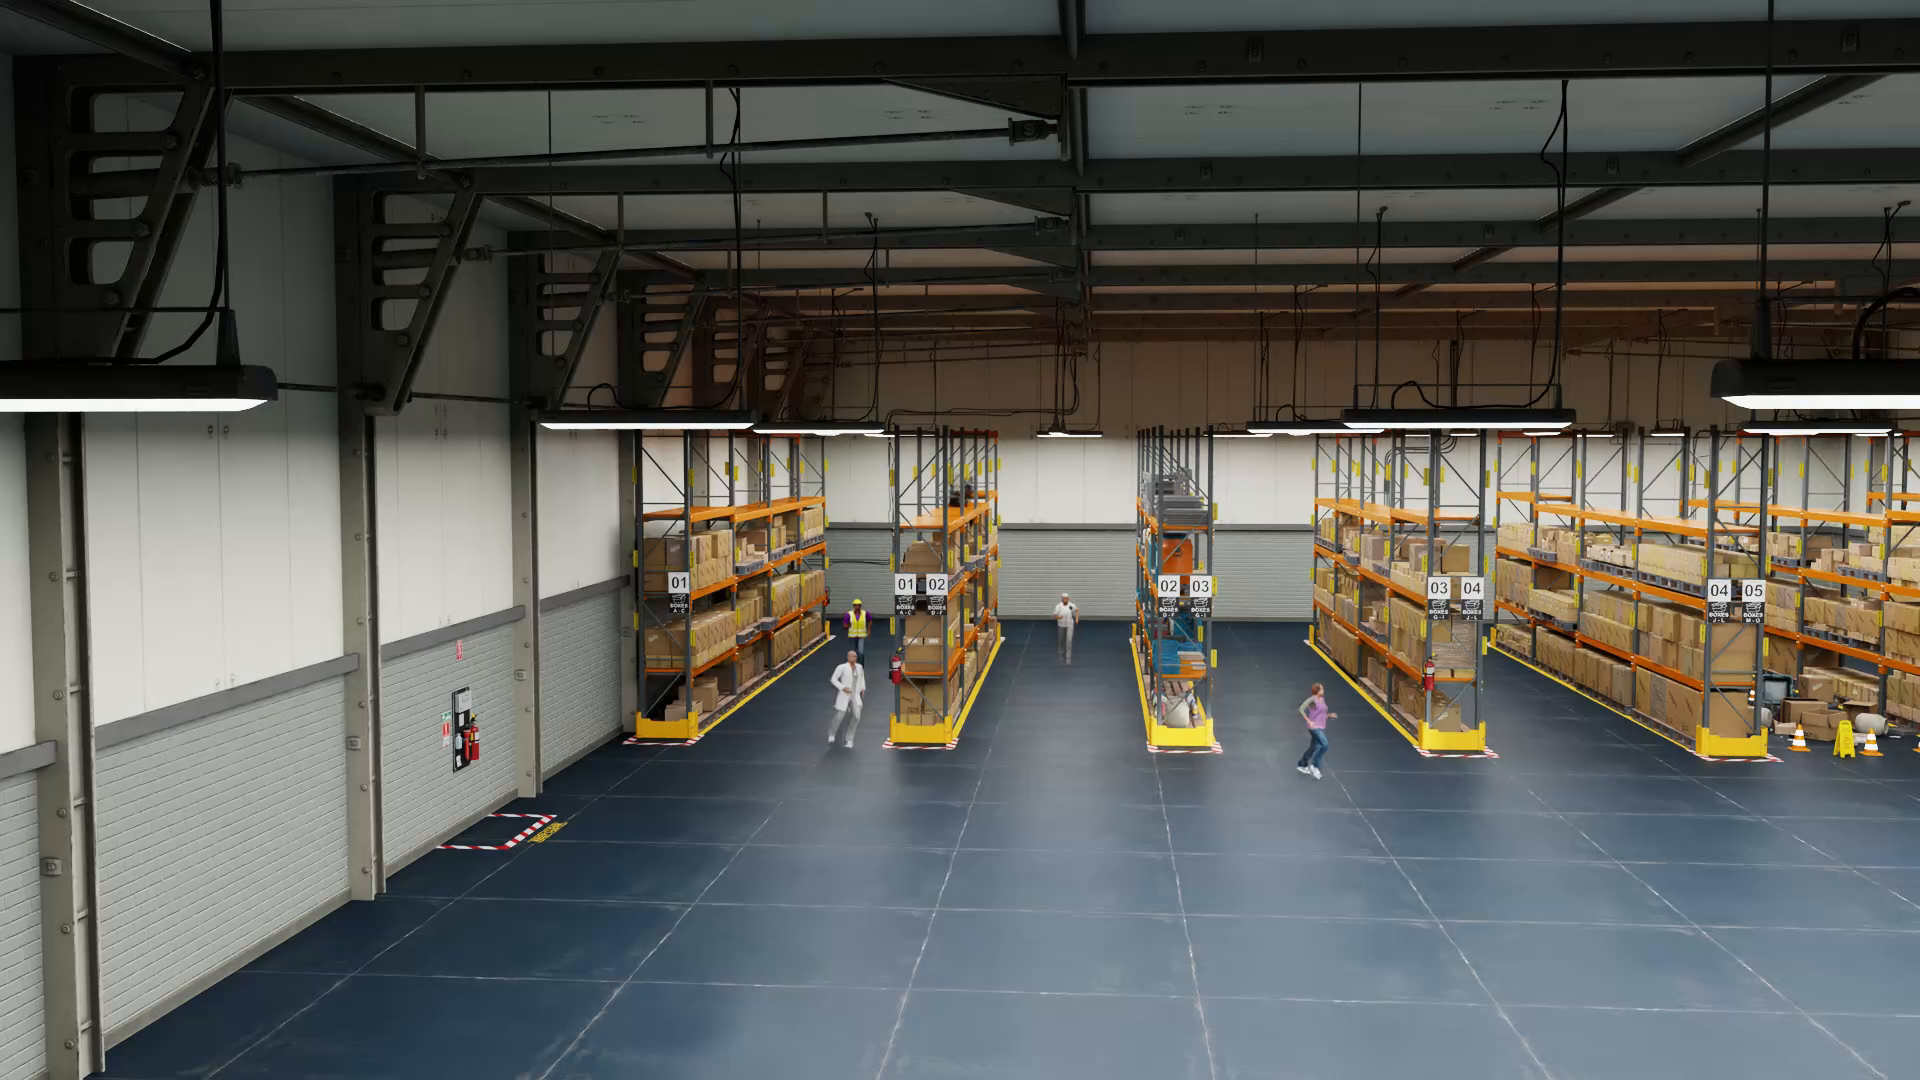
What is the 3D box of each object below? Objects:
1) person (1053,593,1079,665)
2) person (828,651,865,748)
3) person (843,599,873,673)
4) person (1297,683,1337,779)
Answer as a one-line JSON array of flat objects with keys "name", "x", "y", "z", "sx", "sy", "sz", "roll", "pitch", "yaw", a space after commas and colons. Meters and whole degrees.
[{"name": "person", "x": 2.600, "y": 2.153, "z": 40.782, "sx": 0.614, "sy": 1.712, "sz": 0.863, "roll": 0, "pitch": 3, "yaw": 6}, {"name": "person", "x": -2.084, "y": 2.980, "z": 31.263, "sx": 0.768, "sy": 1.804, "sz": 0.765, "roll": -2, "pitch": 4, "yaw": -28}, {"name": "person", "x": -2.342, "y": 2.282, "z": 37.993, "sx": 0.674, "sy": 1.874, "sz": 0.711, "roll": 0, "pitch": 3, "yaw": -1}, {"name": "person", "x": 6.055, "y": 3.230, "z": 28.246, "sx": 0.686, "sy": 1.615, "sz": 0.513, "roll": 2, "pitch": 4, "yaw": 34}]
